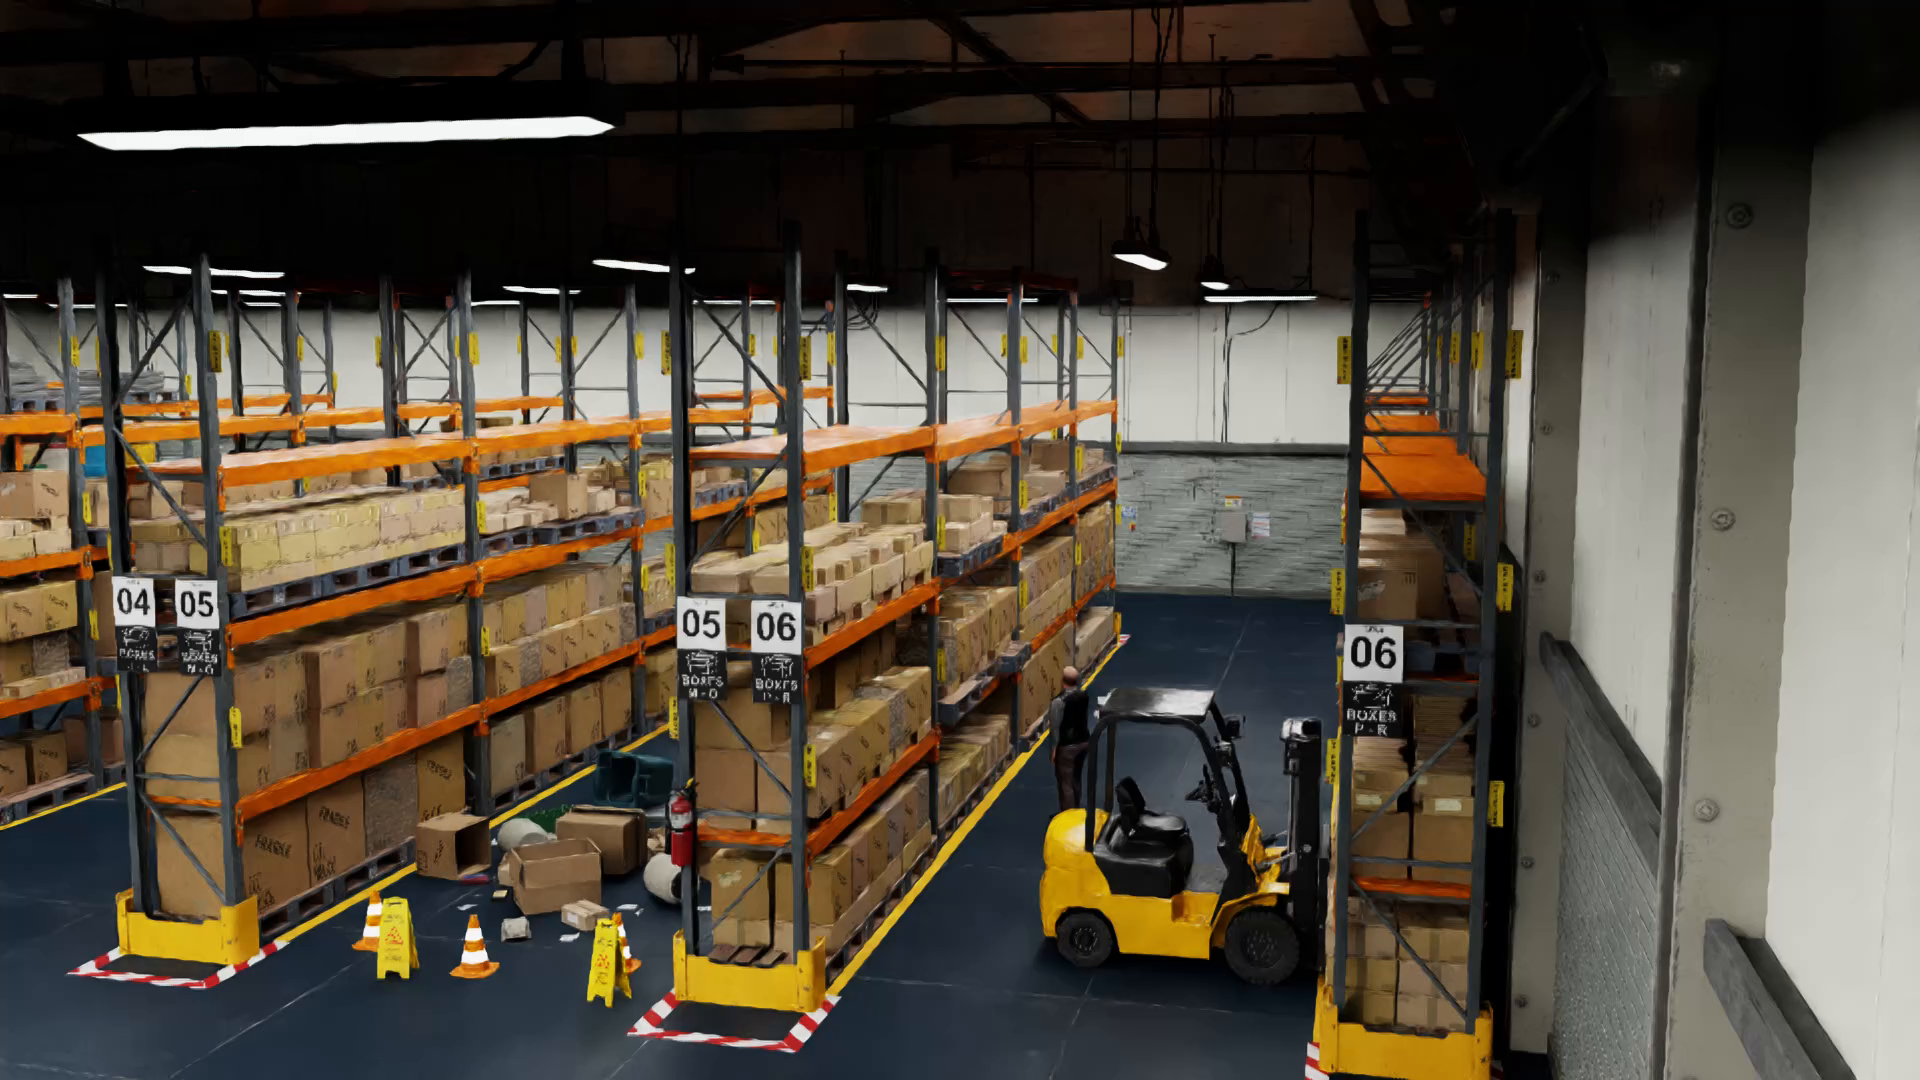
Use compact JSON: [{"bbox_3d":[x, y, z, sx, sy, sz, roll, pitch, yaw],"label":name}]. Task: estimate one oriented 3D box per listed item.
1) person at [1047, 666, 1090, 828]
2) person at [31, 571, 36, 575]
[{"bbox_3d":[1.102,2.167,17.478,0.494,1.710,0.578,7,10,44],"label":"person"},{"bbox_3d":[-19.623,0.171,34.696,0.417,1.517,1.037,2,7,16],"label":"person"}]
